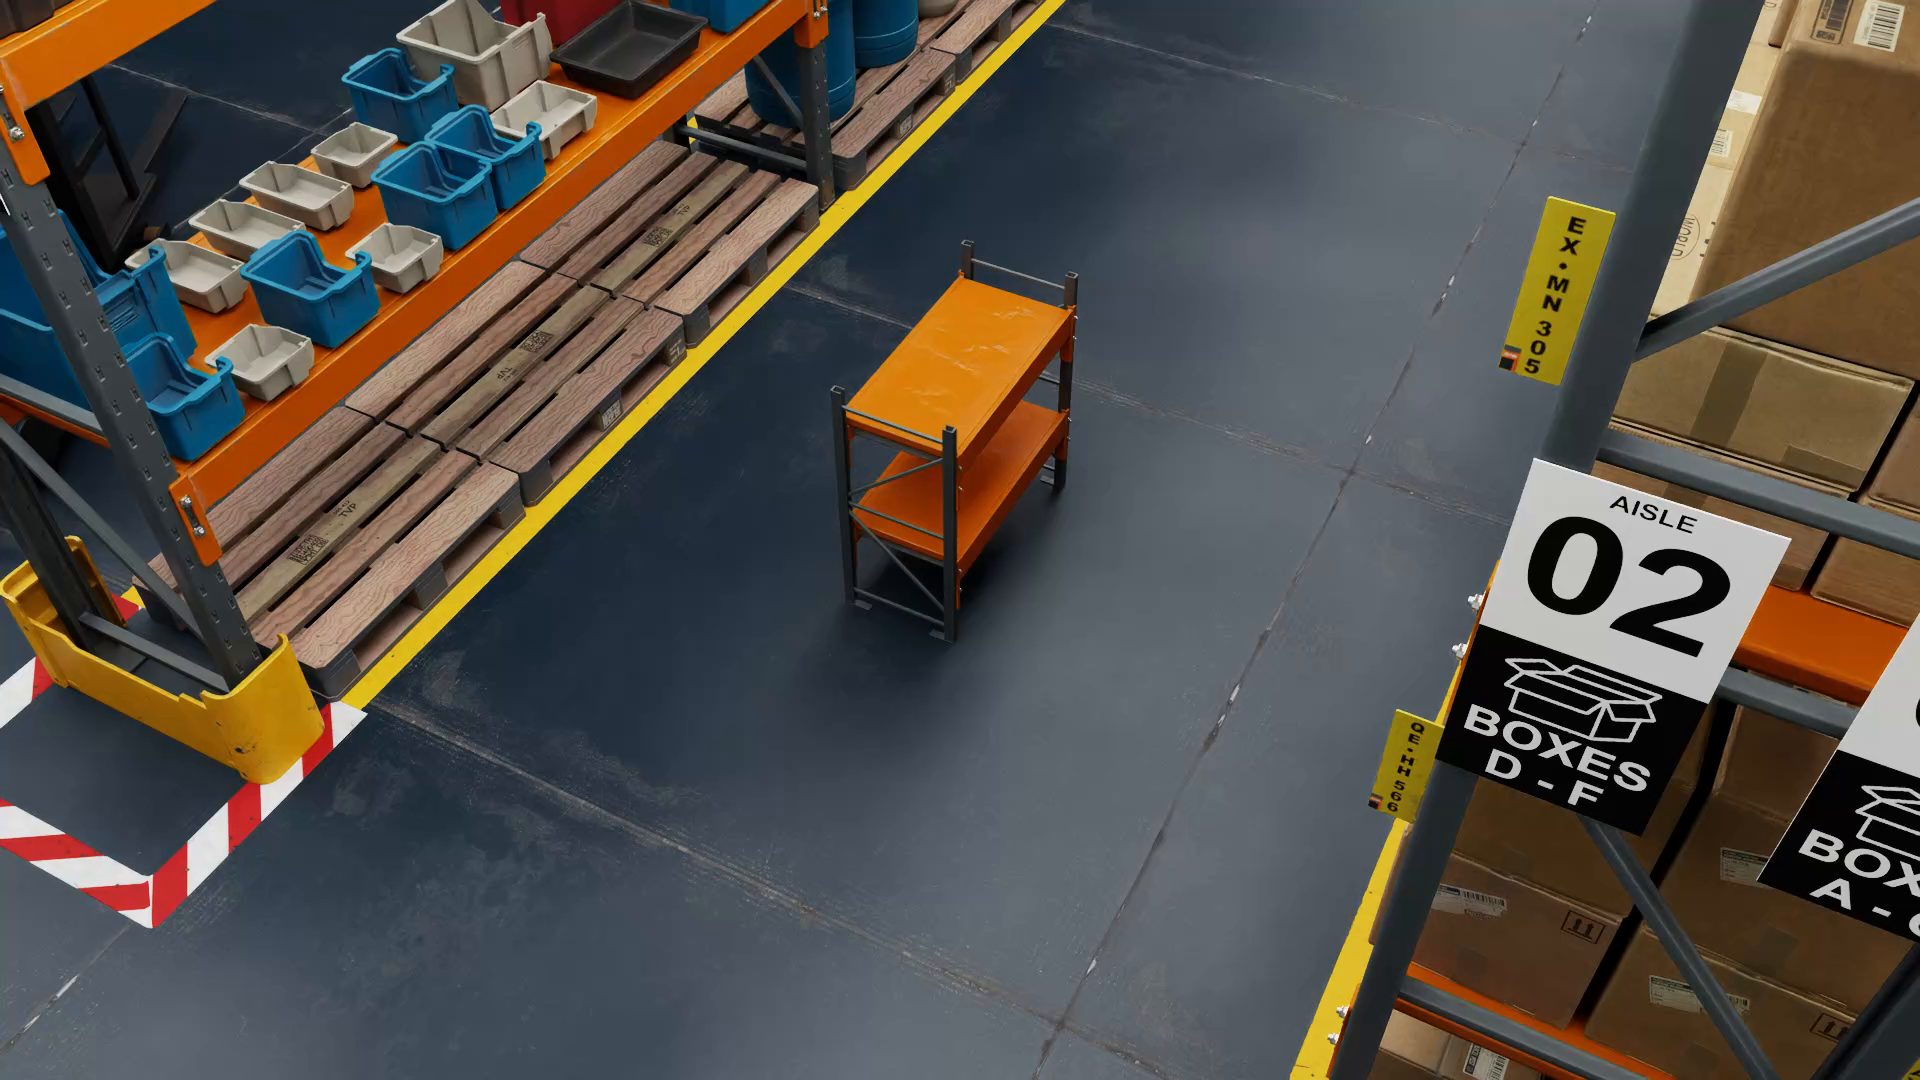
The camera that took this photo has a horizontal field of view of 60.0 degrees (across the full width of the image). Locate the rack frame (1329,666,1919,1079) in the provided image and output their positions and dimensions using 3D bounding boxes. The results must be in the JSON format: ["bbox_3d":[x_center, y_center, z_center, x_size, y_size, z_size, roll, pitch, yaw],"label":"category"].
[{"bbox_3d":[1.398,1.183,3.751,1.000,3.000,0.127,20,49,19],"label":"rack frame"}]

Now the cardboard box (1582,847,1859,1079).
[{"bbox_3d":[1.838,0.956,3.906,0.500,0.500,0.500,21,49,20],"label":"cardboard box"}]

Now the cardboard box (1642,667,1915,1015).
[{"bbox_3d":[1.838,0.604,3.551,0.500,0.500,0.500,22,49,20],"label":"cardboard box"}]

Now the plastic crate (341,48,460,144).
[{"bbox_3d":[-2.261,-1.795,6.771,0.416,0.233,0.300,20,49,19],"label":"plastic crate"}]

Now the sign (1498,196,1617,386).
[{"bbox_3d":[0.916,-0.378,2.563,0.100,0.325,0.005,20,49,19],"label":"sign"}]

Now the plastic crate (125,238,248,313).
[{"bbox_3d":[-2.769,-0.956,6.009,0.396,0.136,0.243,20,49,19],"label":"plastic crate"}]

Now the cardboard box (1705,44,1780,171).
[{"bbox_3d":[1.643,-0.717,3.275,0.500,0.250,0.500,20,49,19],"label":"cardboard box"}]

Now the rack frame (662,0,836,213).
[{"bbox_3d":[-1.130,-2.974,7.861,1.000,3.000,0.127,20,49,19],"label":"rack frame"}]

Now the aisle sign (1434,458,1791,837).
[{"bbox_3d":[1.095,0.211,2.884,0.394,0.787,0.004,20,49,19],"label":"aisle sign"}]

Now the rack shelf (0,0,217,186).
[{"bbox_3d":[-2.059,-2.516,5.804,1.077,0.370,4.000,20,49,19],"label":"rack shelf"}]

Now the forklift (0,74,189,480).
[{"bbox_3d":[-4.550,-2.272,7.215,1.130,2.935,3.031,-1,45,-1],"label":"forklift"}]

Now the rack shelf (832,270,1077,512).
[{"bbox_3d":[-0.003,-0.597,6.417,0.538,0.278,1.000,20,49,19],"label":"rack shelf"}]

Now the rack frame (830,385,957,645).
[{"bbox_3d":[-0.239,-0.071,6.309,0.500,1.125,0.032,20,49,19],"label":"rack frame"}]

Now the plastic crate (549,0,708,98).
[{"bbox_3d":[-1.412,-2.105,7.153,0.437,0.125,0.590,20,49,19],"label":"plastic crate"}]

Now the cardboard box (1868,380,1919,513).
[{"bbox_3d":[1.867,-0.232,2.795,0.500,0.250,0.500,20,49,19],"label":"cardboard box"}]

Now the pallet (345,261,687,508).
[{"bbox_3d":[-2.003,-0.747,7.619,1.003,0.211,1.213,20,49,19],"label":"pallet"}]

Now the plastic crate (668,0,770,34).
[{"bbox_3d":[-1.045,-2.583,7.443,0.392,0.384,0.575,20,49,19],"label":"plastic crate"}]

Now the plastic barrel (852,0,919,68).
[{"bbox_3d":[-0.534,-3.168,9.232,0.600,0.901,0.708,20,49,19],"label":"plastic barrel"}]

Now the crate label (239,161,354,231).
[{"bbox_3d":[-2.514,-1.318,6.367,0.396,0.136,0.243,20,49,19],"label":"crate label"}]

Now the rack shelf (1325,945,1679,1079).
[{"bbox_3d":[2.327,0.176,5.253,1.077,0.370,4.000,20,49,19],"label":"rack shelf"}]

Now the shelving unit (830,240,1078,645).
[{"bbox_3d":[-0.003,-0.391,6.626,0.538,1.125,1.048,20,49,19],"label":"shelving unit"}]

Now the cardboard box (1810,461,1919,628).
[{"bbox_3d":[1.862,-0.058,2.975,0.500,0.250,0.500,20,49,19],"label":"cardboard box"}]

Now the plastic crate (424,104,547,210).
[{"bbox_3d":[-1.830,-1.482,6.461,0.416,0.233,0.300,20,49,19],"label":"plastic crate"}]

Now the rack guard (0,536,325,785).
[{"bbox_3d":[-2.987,0.444,6.240,1.175,0.500,0.348,20,49,19],"label":"rack guard"}]

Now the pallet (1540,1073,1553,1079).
[{"bbox_3d":[1.803,1.613,5.287,1.003,0.211,1.213,20,49,19],"label":"pallet"}]

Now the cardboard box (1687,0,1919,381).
[{"bbox_3d":[1.622,-0.587,2.619,0.700,0.500,0.500,20,49,19],"label":"cardboard box"}]

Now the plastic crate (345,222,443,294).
[{"bbox_3d":[-2.044,-1.032,6.084,0.250,0.136,0.298,20,49,19],"label":"plastic crate"}]

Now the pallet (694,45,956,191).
[{"bbox_3d":[-0.735,-2.467,9.319,1.003,0.211,1.213,20,49,19],"label":"pallet"}]

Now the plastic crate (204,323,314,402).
[{"bbox_3d":[-2.359,-0.604,5.662,0.250,0.136,0.298,20,49,19],"label":"plastic crate"}]

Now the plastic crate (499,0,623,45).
[{"bbox_3d":[-1.767,-2.538,7.342,0.402,0.464,0.583,20,49,19],"label":"plastic crate"}]

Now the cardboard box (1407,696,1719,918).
[{"bbox_3d":[1.361,0.425,3.727,0.500,0.500,0.500,20,49,19],"label":"cardboard box"}]

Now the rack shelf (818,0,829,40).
[{"bbox_3d":[-0.202,-3.981,9.362,1.077,0.370,4.000,20,49,19],"label":"rack shelf"}]
